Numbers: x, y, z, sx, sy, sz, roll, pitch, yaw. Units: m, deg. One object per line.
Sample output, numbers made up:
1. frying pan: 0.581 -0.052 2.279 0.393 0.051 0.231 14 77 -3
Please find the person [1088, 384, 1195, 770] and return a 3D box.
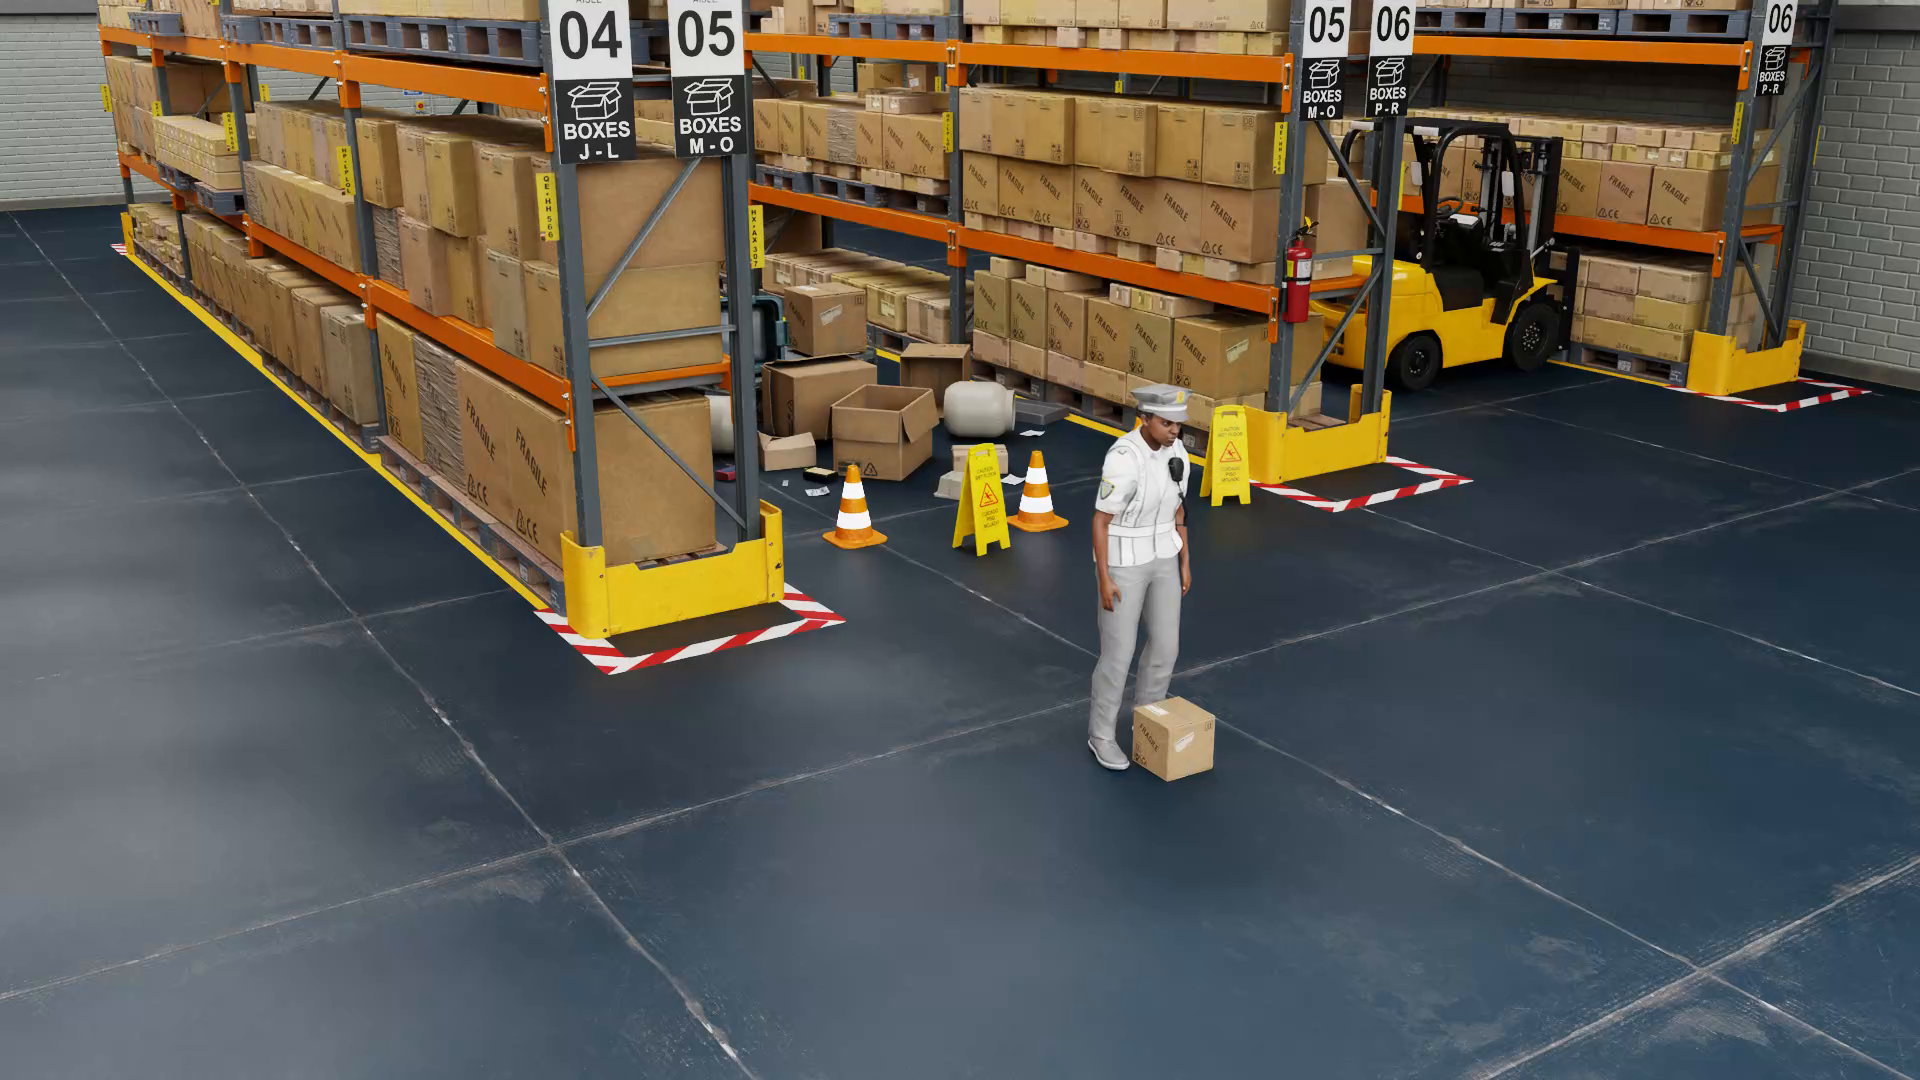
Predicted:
1. person: 0.781 0.132 7.156 0.505 1.659 0.393 -11 21 -31
